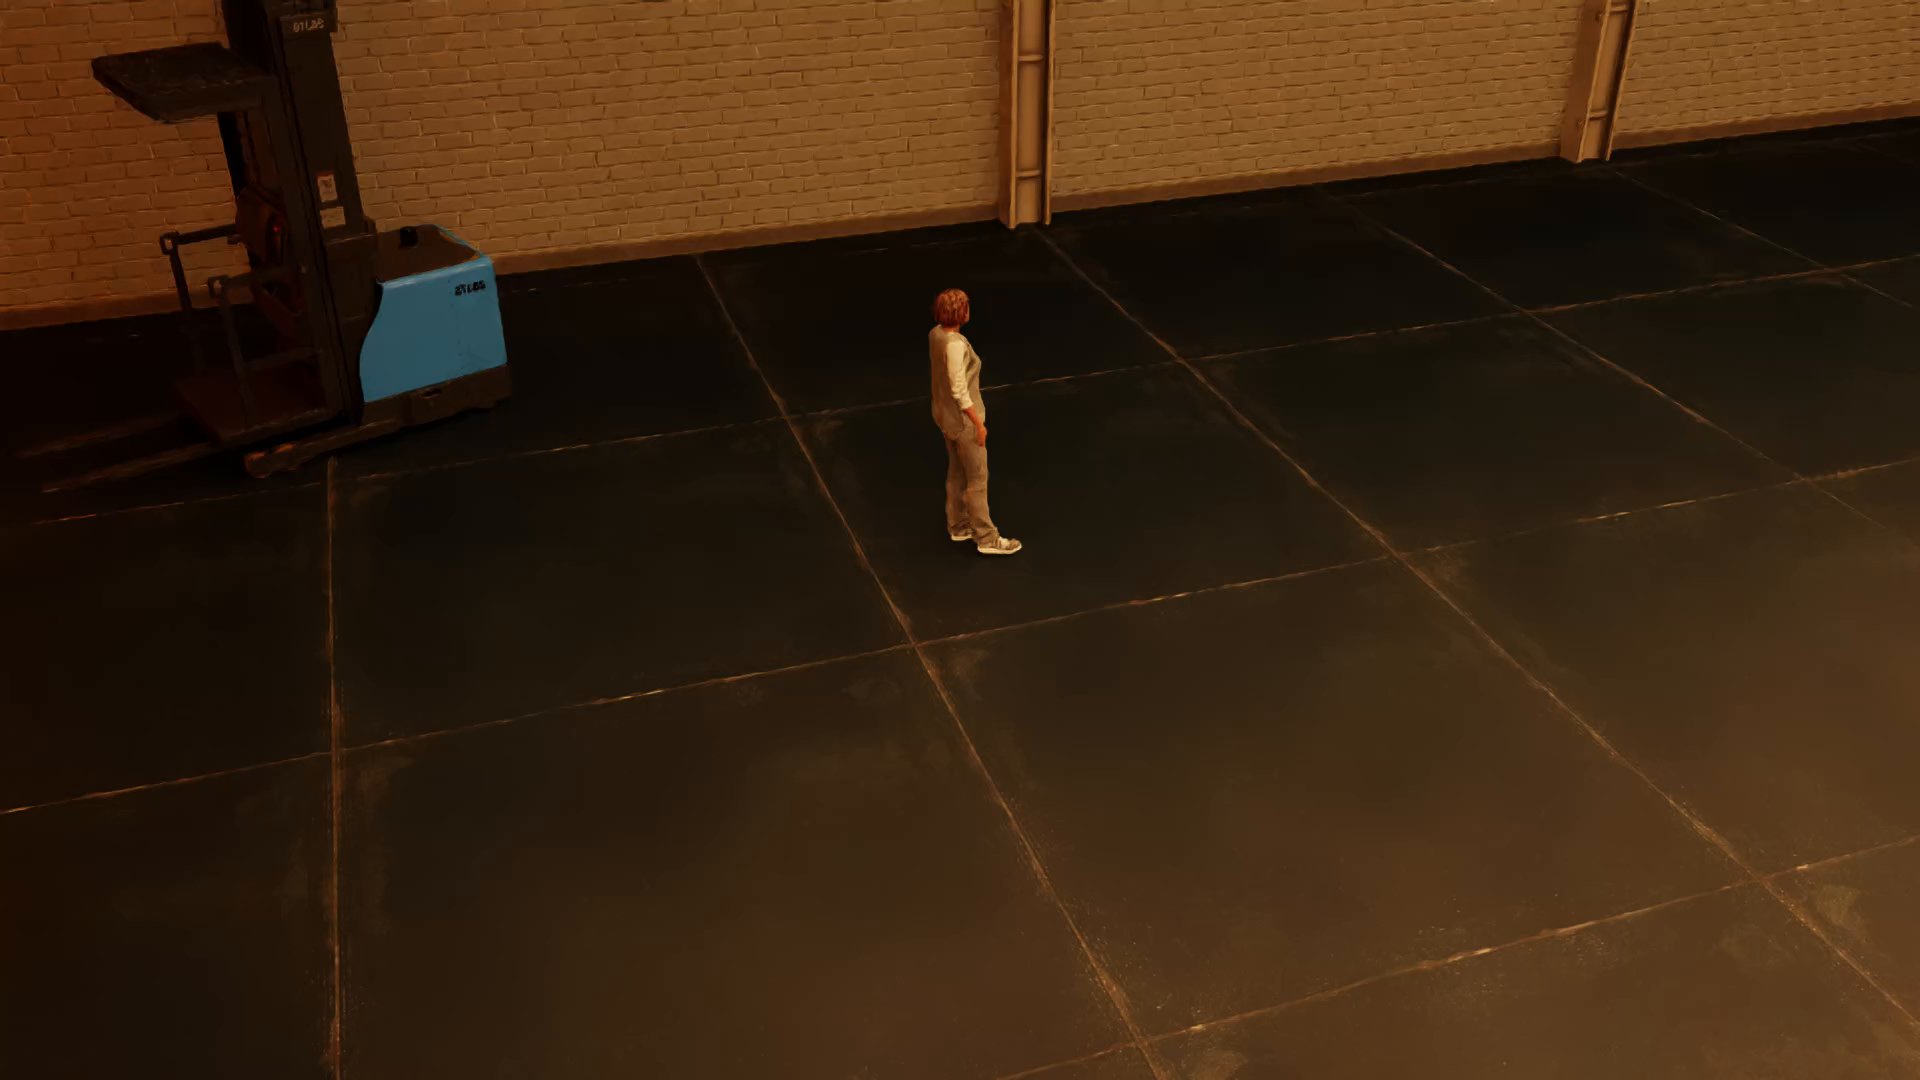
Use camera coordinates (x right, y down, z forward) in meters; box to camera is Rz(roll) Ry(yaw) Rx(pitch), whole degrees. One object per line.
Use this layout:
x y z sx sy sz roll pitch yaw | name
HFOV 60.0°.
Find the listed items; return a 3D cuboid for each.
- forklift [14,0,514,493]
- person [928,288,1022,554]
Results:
-4.600 -1.965 10.502 3.031 2.935 1.130 -22 36 -33 | forklift
0.075 -0.703 9.633 0.474 1.597 0.521 -10 31 -16 | person
